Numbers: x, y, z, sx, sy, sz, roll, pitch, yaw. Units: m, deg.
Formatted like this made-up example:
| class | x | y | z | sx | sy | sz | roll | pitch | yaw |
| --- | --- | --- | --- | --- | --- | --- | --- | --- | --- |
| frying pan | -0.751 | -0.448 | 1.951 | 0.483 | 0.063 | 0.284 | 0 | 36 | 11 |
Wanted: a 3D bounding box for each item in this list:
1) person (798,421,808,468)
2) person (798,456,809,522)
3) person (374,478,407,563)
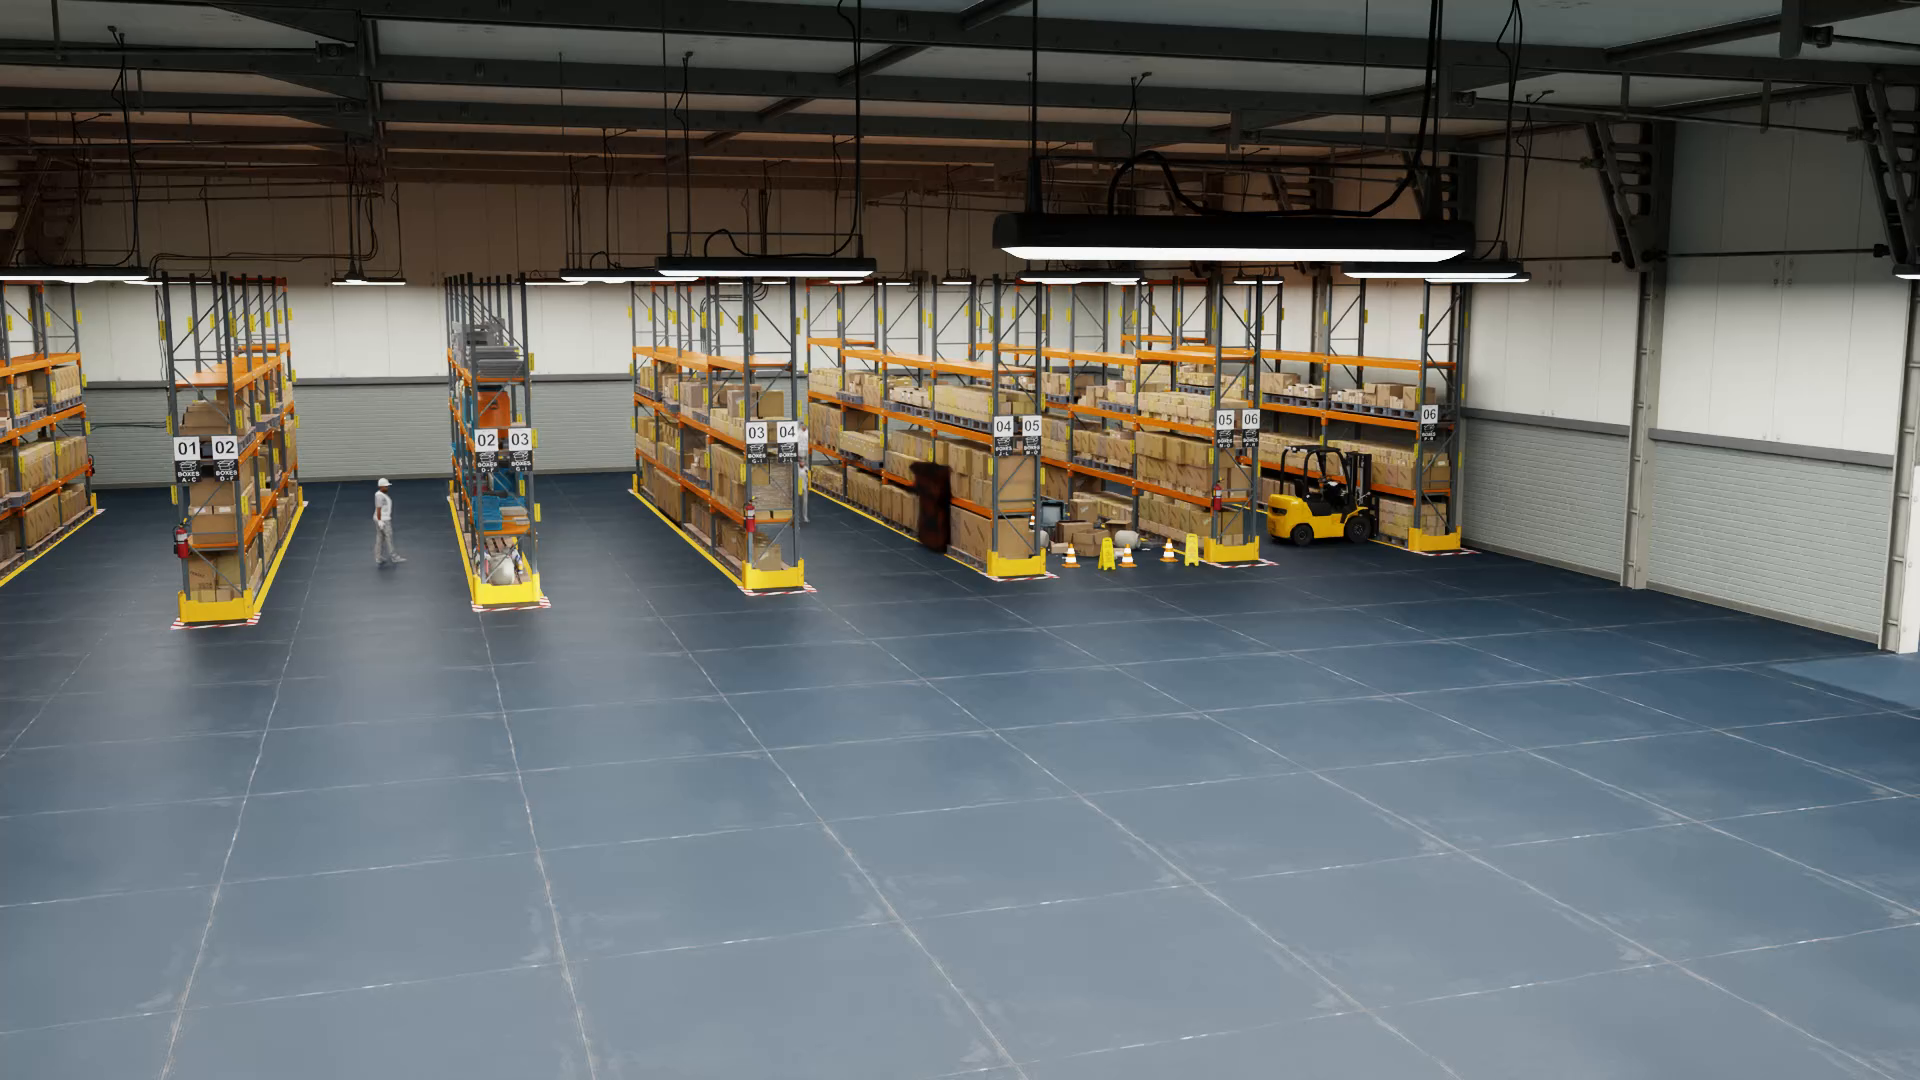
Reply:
| class | x | y | z | sx | sy | sz | roll | pitch | yaw |
| --- | --- | --- | --- | --- | --- | --- | --- | --- | --- |
| person | -4.748 | -2.734 | 50.270 | 0.740 | 1.746 | 0.533 | 5 | 10 | 32 |
| person | -3.956 | -1.276 | 41.097 | 0.475 | 1.603 | 1.023 | -1 | 9 | -9 |
| person | -12.000 | -0.419 | 34.917 | 0.601 | 1.777 | 0.576 | -5 | 10 | -29 |
